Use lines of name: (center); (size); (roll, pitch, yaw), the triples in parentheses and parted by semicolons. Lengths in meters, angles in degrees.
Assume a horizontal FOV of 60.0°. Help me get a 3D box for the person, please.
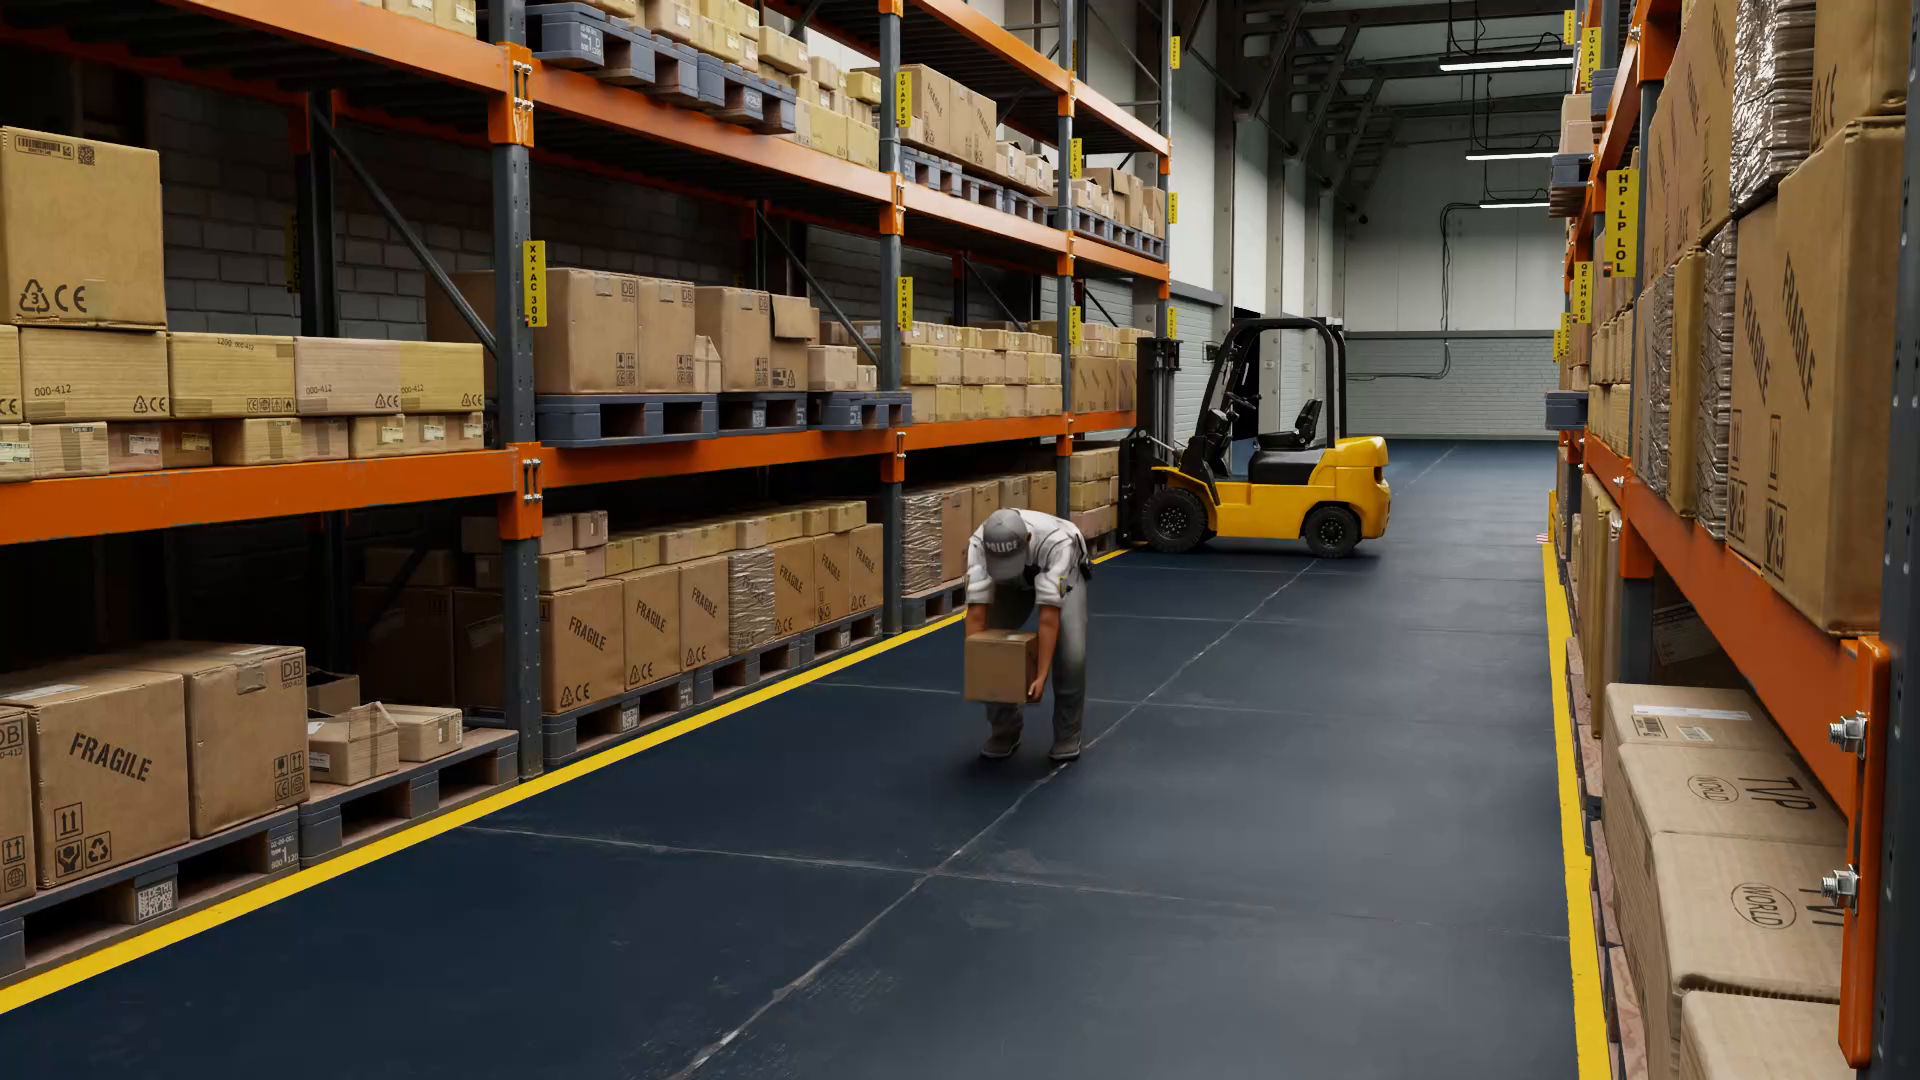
person: (0.268, 0.382, 6.848); (0.499, 1.073, 0.934); (2, 6, 16)
